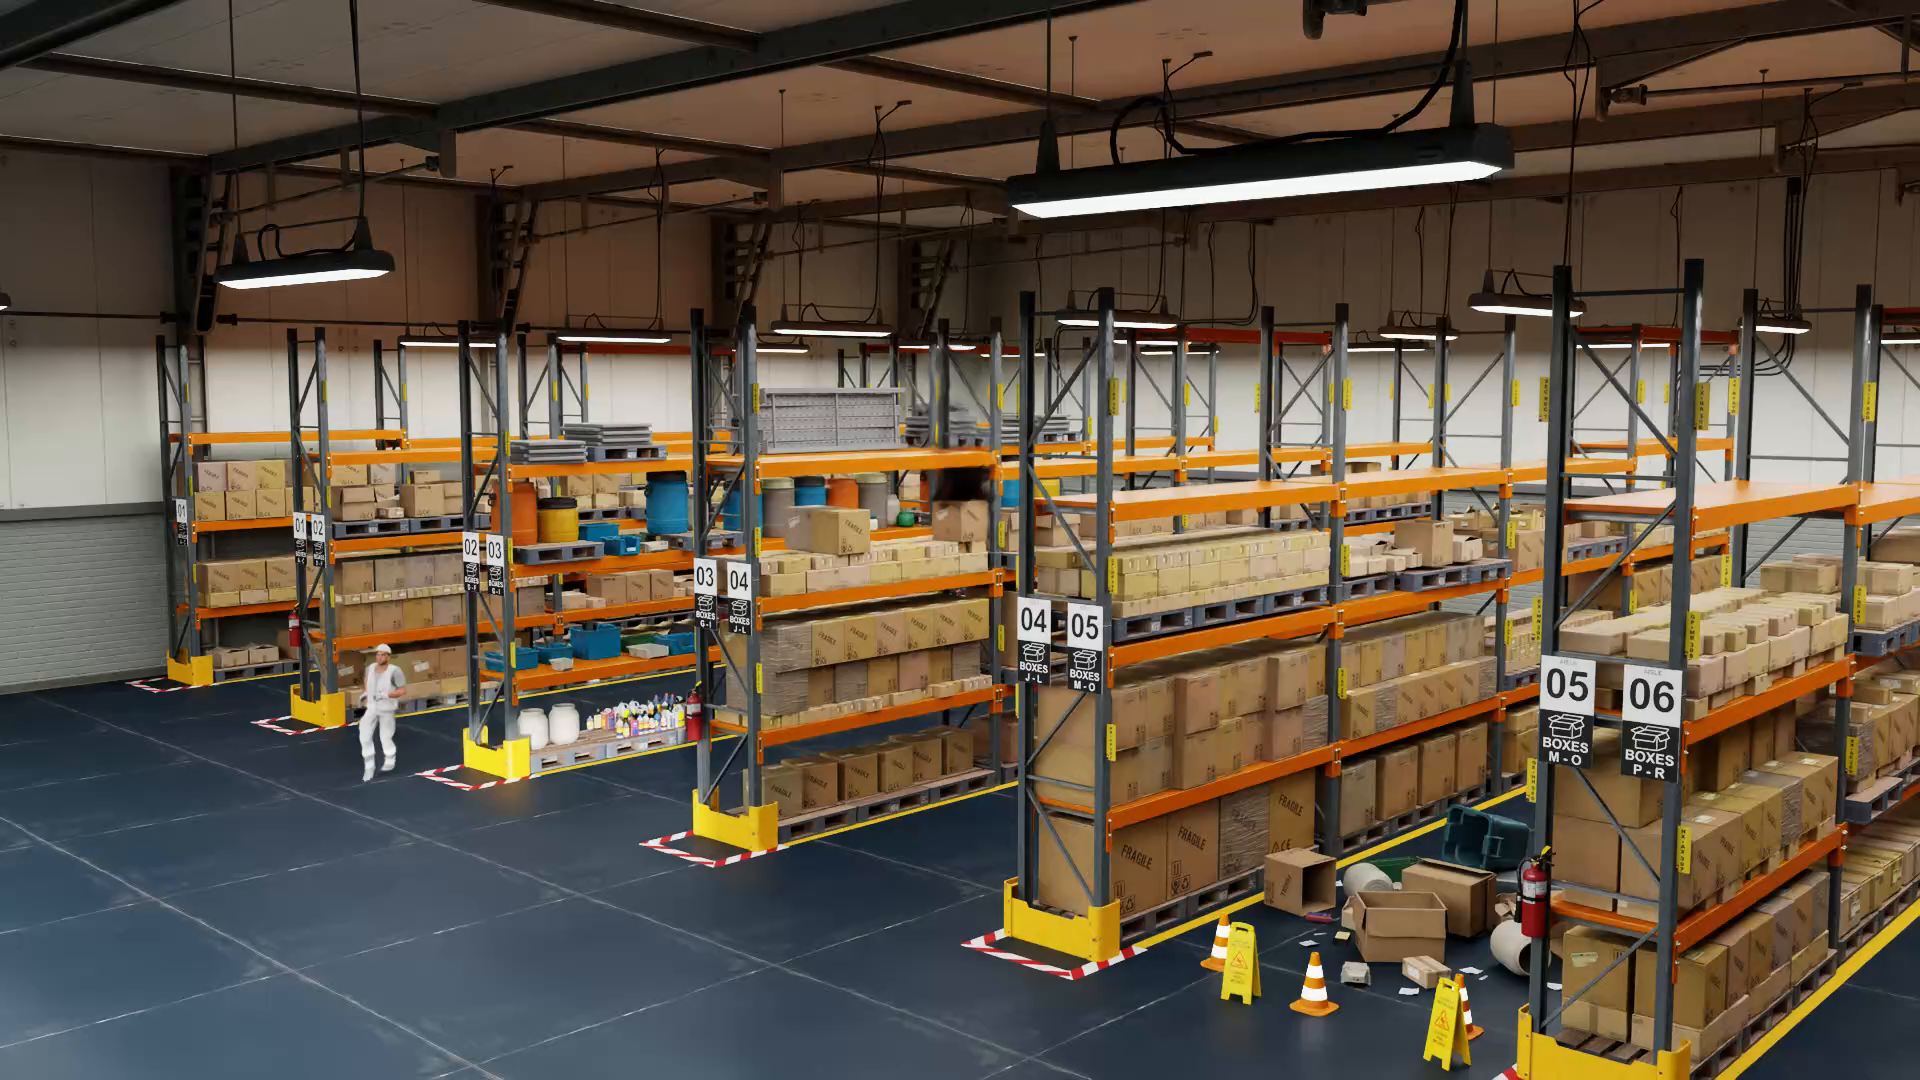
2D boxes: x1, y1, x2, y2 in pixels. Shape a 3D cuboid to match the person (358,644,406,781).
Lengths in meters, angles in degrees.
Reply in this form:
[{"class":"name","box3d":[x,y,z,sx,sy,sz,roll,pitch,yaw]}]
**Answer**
[{"class":"person","box3d":[-7.574,2.260,21.826,0.666,1.829,0.713,0,5,4]}]
